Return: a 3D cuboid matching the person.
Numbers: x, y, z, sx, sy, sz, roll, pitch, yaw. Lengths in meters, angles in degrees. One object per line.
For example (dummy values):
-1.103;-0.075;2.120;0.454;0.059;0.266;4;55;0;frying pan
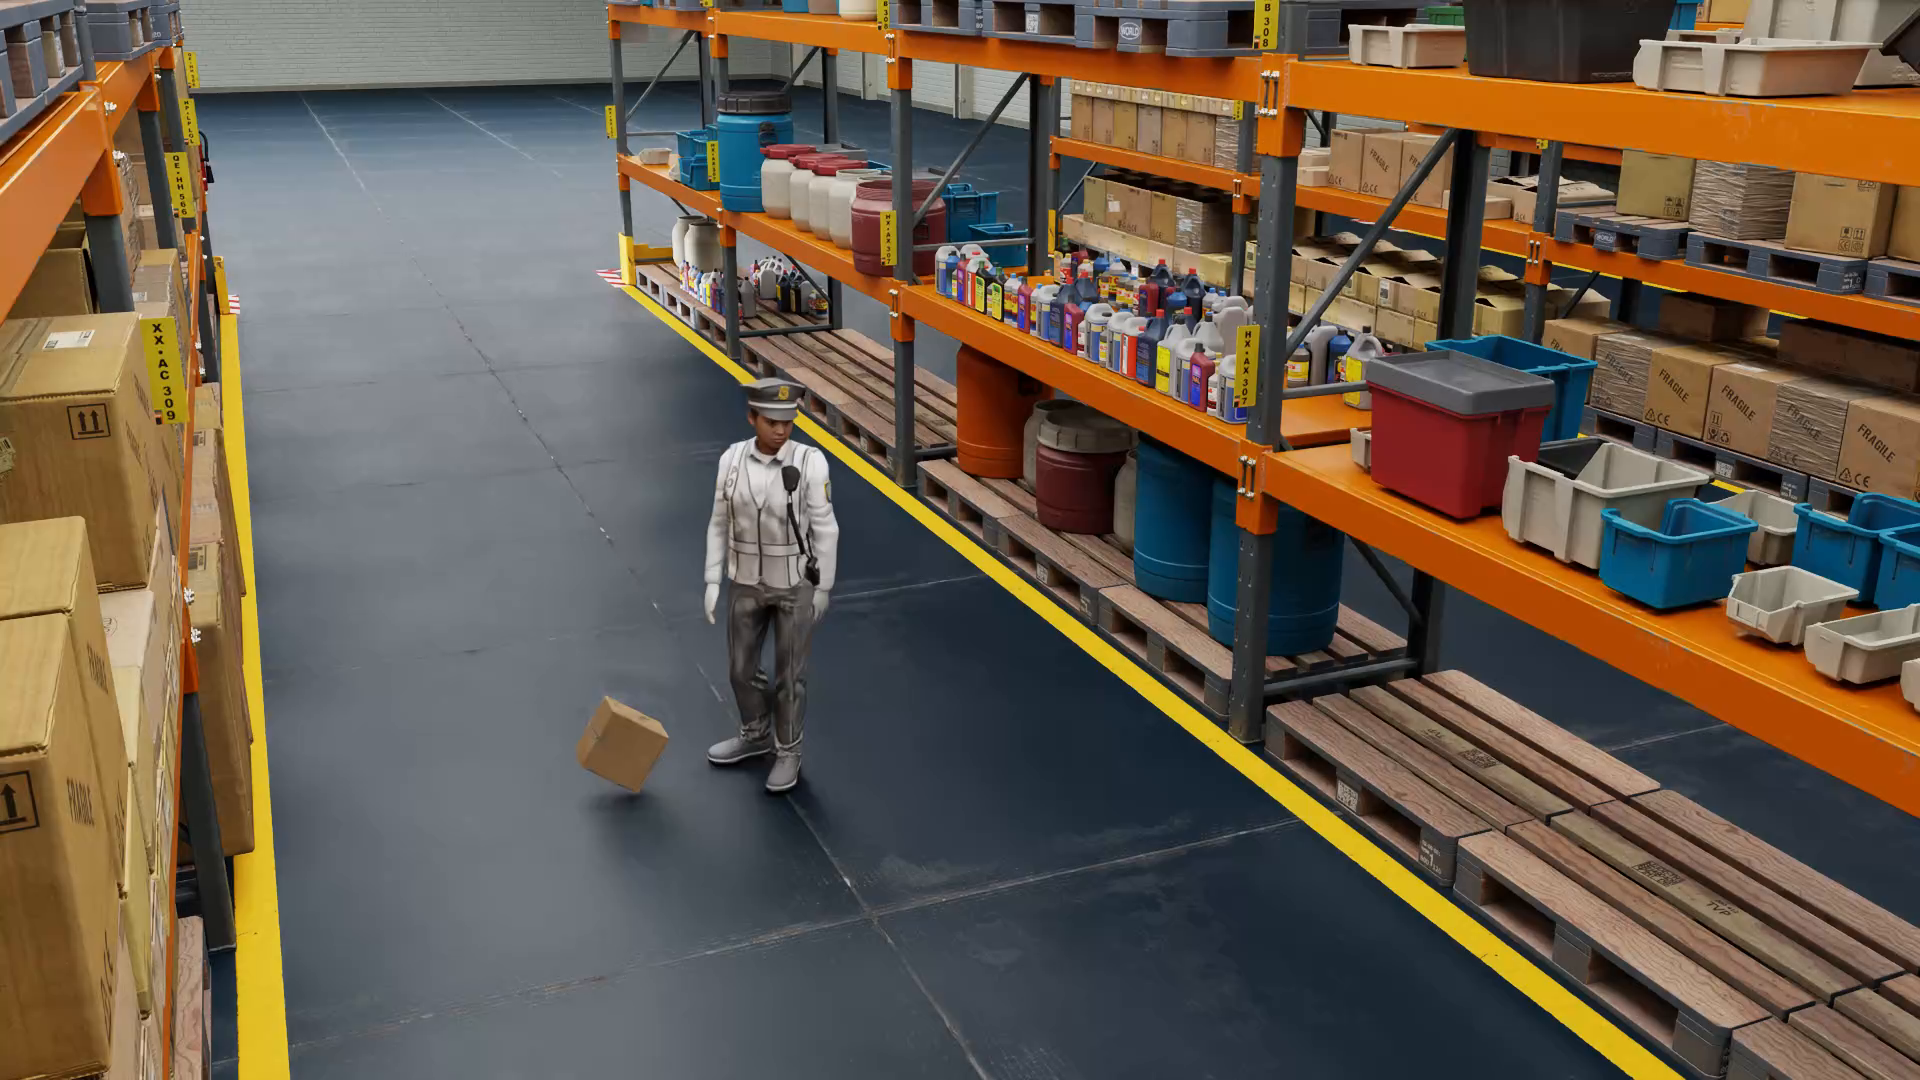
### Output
-0.773;0.174;6.507;0.621;1.673;0.400;5;20;14;person
